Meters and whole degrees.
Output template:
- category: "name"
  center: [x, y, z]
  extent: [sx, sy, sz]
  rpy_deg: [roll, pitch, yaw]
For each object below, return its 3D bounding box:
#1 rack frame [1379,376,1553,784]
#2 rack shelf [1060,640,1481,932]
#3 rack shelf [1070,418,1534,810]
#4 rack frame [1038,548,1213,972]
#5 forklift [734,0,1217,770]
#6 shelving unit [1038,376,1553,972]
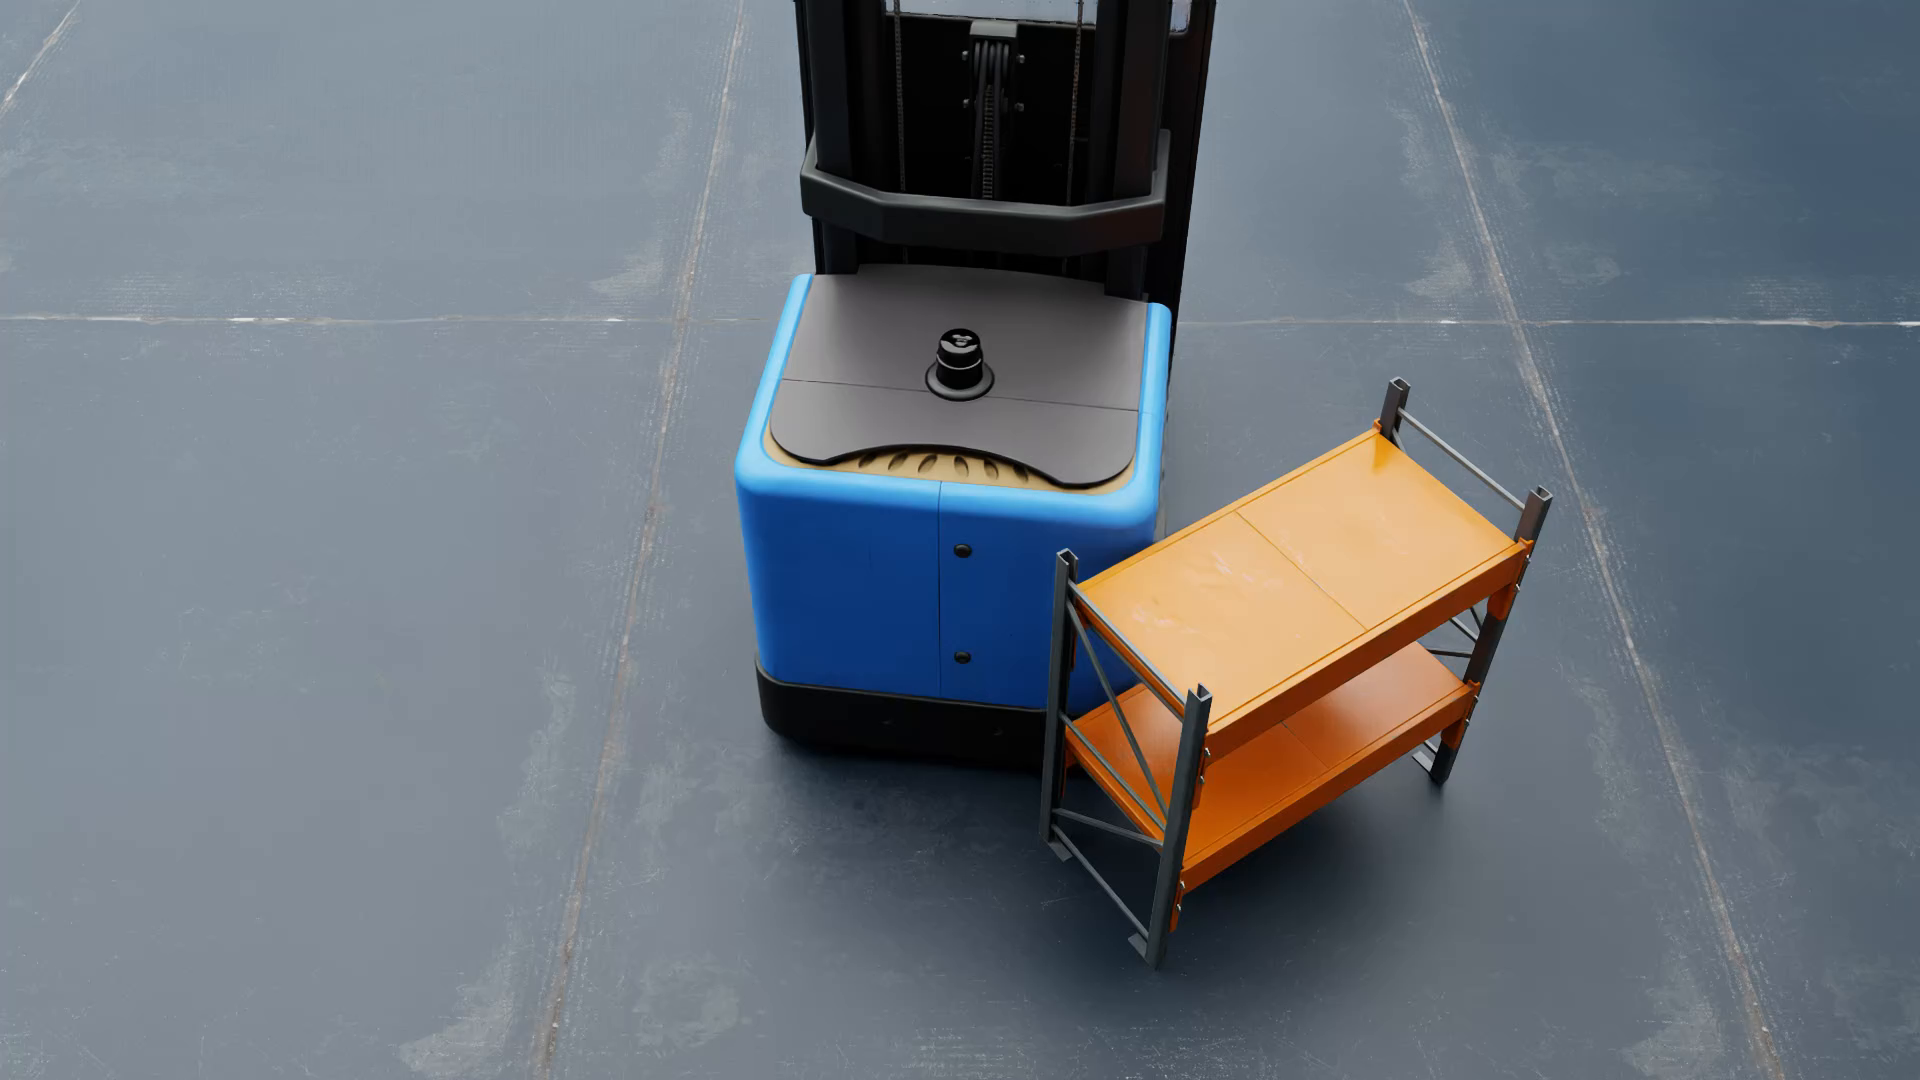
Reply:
- category: "rack frame"
  center: [1.206, 0.137, 4.354]
  extent: [0.032, 1.125, 0.500]
  rpy_deg: [-27, 52, -23]
- category: "rack shelf"
  center: [0.786, 0.514, 4.337]
  extent: [1.000, 0.278, 0.538]
  rpy_deg: [-27, 52, -23]
- category: "rack shelf"
  center: [0.786, 0.148, 3.944]
  extent: [1.000, 0.278, 0.538]
  rpy_deg: [-27, 52, -23]
- category: "rack frame"
  center: [0.367, 0.557, 3.963]
  extent: [0.032, 1.125, 0.500]
  rpy_deg: [-27, 52, -23]
- category: "forklift"
  center: [0.147, -1.455, 4.602]
  extent: [1.130, 2.935, 3.031]
  rpy_deg: [6, 47, 5]
- category: "shelving unit"
  center: [0.786, 0.347, 4.158]
  extent: [1.048, 1.125, 0.538]
  rpy_deg: [-27, 52, -23]
